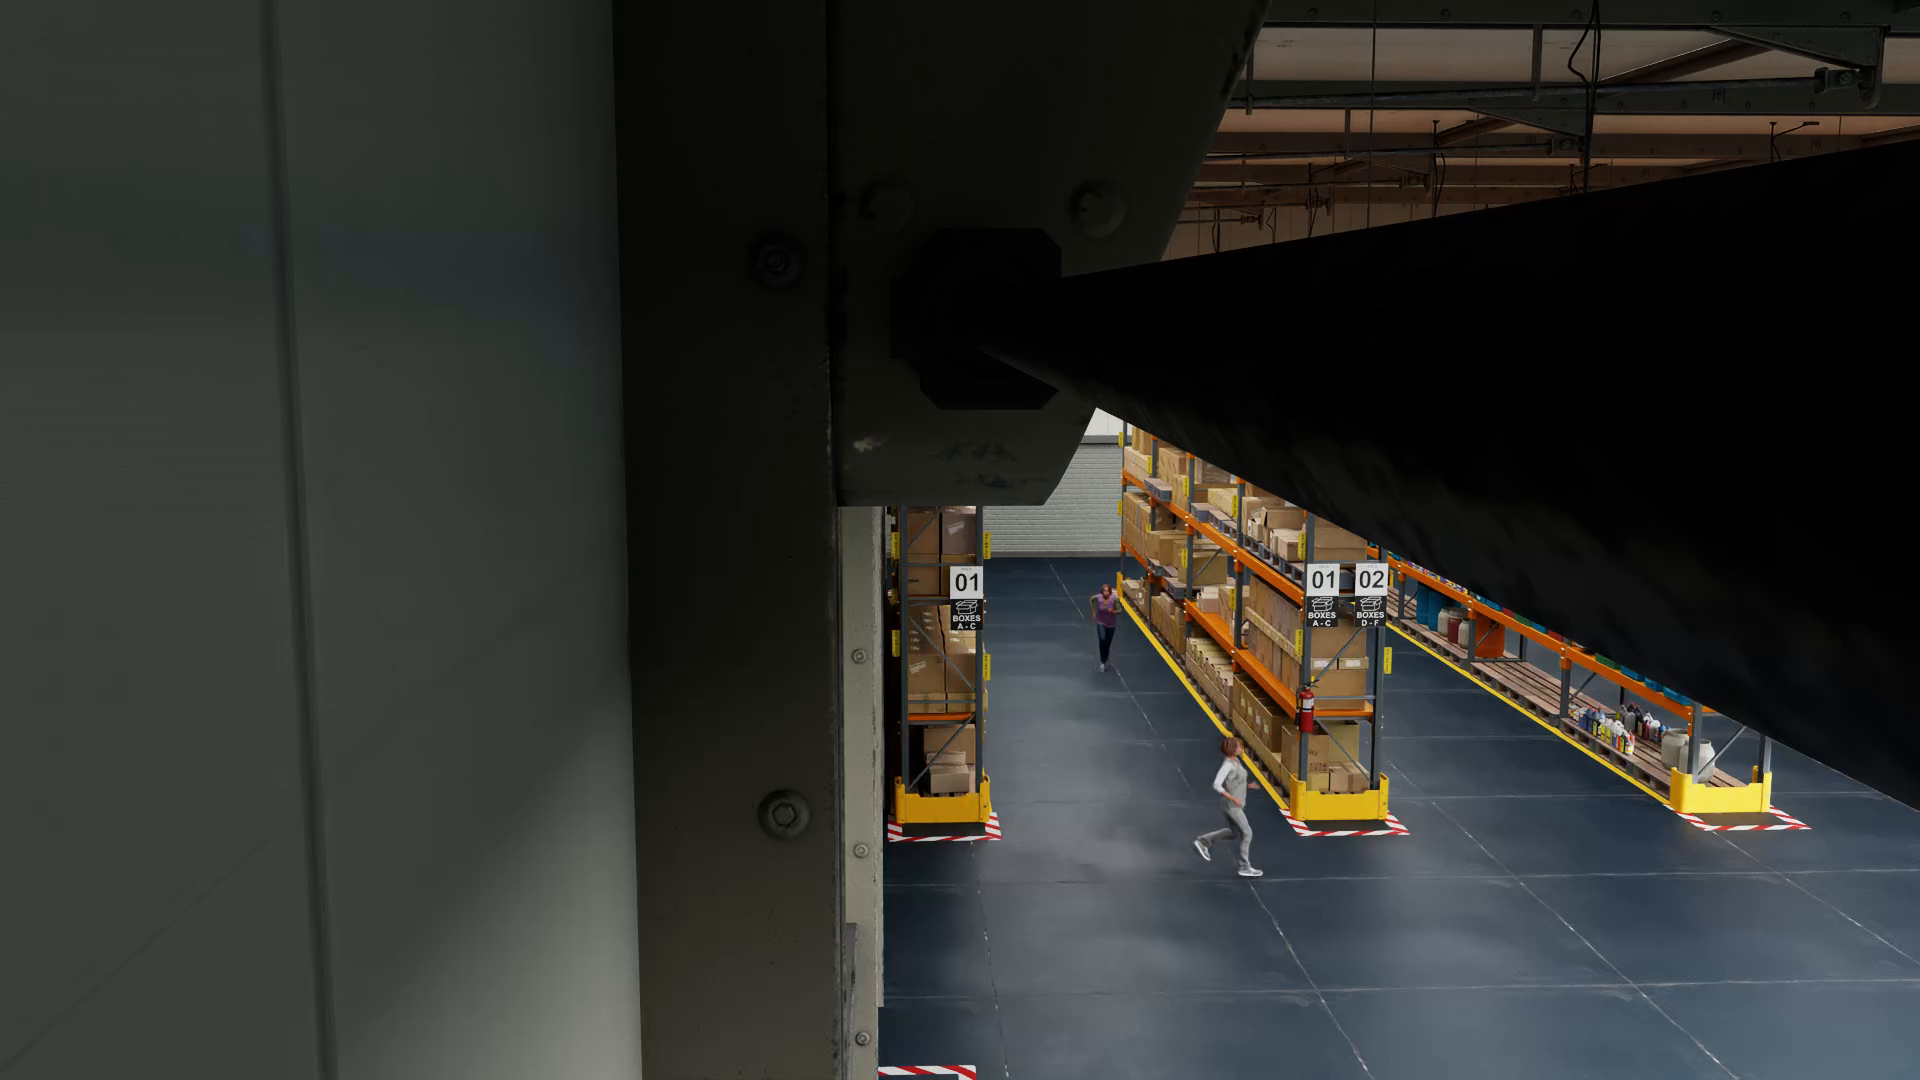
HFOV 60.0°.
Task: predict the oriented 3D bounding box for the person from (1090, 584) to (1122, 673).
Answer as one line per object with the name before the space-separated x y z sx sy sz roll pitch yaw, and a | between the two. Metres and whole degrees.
person | 2.531 1.498 28.907 0.530 1.557 0.859 0 8 -1

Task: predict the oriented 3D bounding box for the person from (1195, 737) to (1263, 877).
person | 3.001 3.003 18.547 0.779 1.479 0.548 2 8 16
